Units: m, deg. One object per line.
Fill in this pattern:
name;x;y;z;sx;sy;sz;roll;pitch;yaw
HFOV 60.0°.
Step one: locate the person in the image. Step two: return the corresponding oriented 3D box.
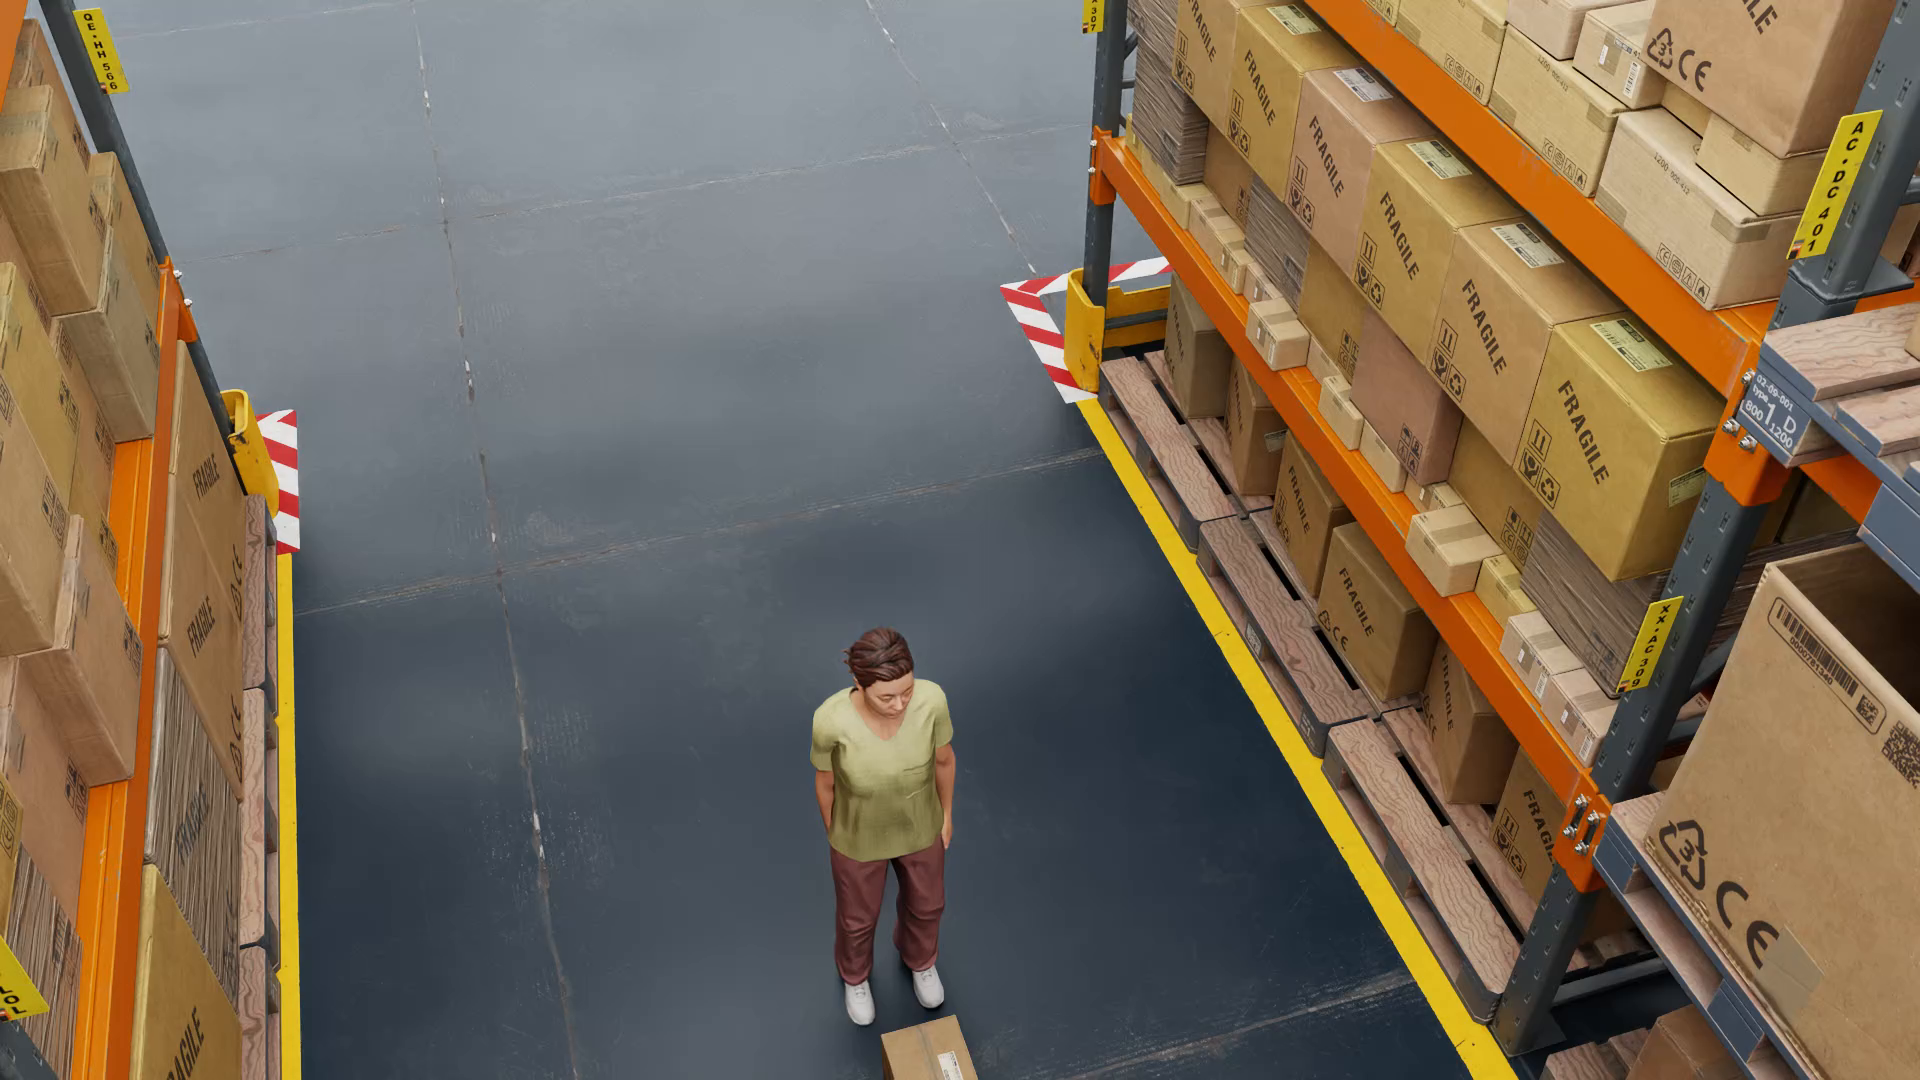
person;-0.222;0.891;5.196;0.443;1.680;0.362;-11;44;-12
